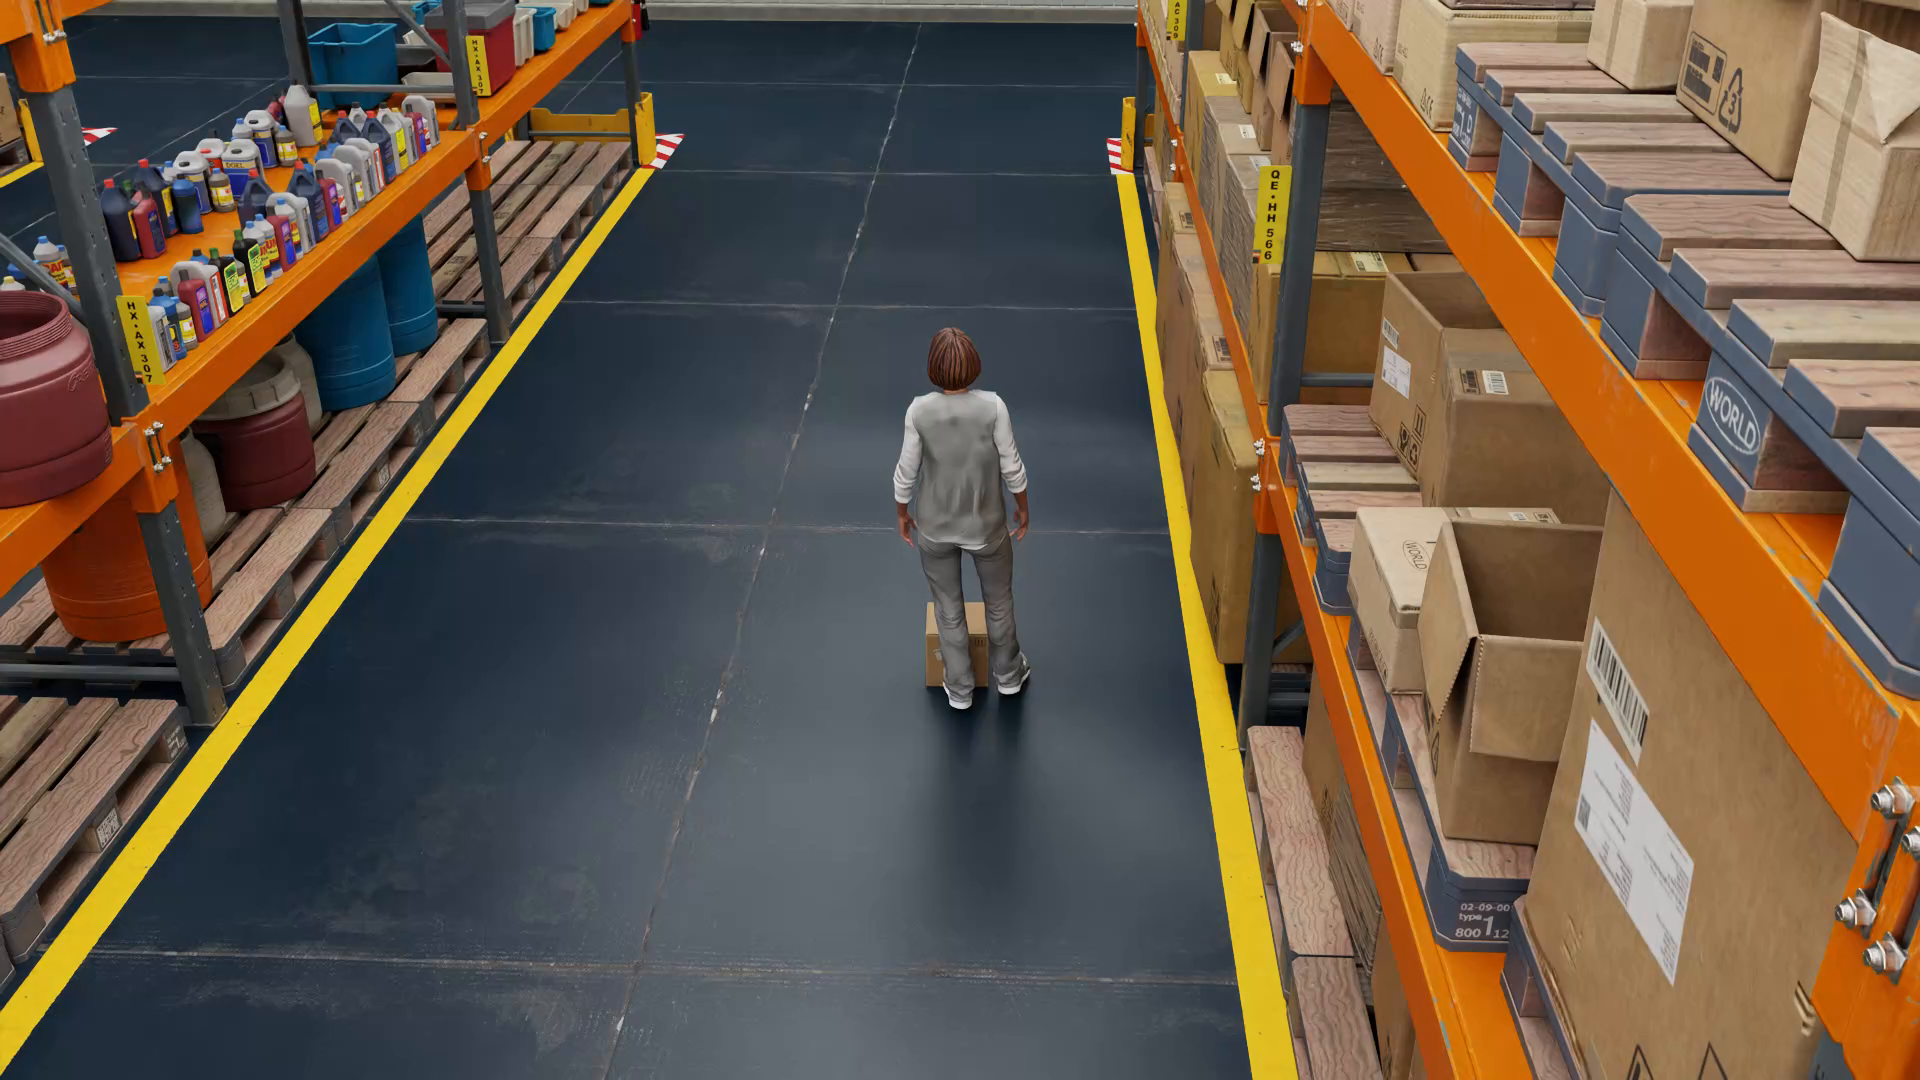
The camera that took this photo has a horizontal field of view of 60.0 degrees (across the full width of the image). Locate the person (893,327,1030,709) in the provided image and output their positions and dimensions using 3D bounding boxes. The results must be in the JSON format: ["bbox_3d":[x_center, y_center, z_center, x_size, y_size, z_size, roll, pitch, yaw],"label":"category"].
[{"bbox_3d":[0.019,-0.087,6.275,0.521,1.600,0.472,1,28,2],"label":"person"}]
